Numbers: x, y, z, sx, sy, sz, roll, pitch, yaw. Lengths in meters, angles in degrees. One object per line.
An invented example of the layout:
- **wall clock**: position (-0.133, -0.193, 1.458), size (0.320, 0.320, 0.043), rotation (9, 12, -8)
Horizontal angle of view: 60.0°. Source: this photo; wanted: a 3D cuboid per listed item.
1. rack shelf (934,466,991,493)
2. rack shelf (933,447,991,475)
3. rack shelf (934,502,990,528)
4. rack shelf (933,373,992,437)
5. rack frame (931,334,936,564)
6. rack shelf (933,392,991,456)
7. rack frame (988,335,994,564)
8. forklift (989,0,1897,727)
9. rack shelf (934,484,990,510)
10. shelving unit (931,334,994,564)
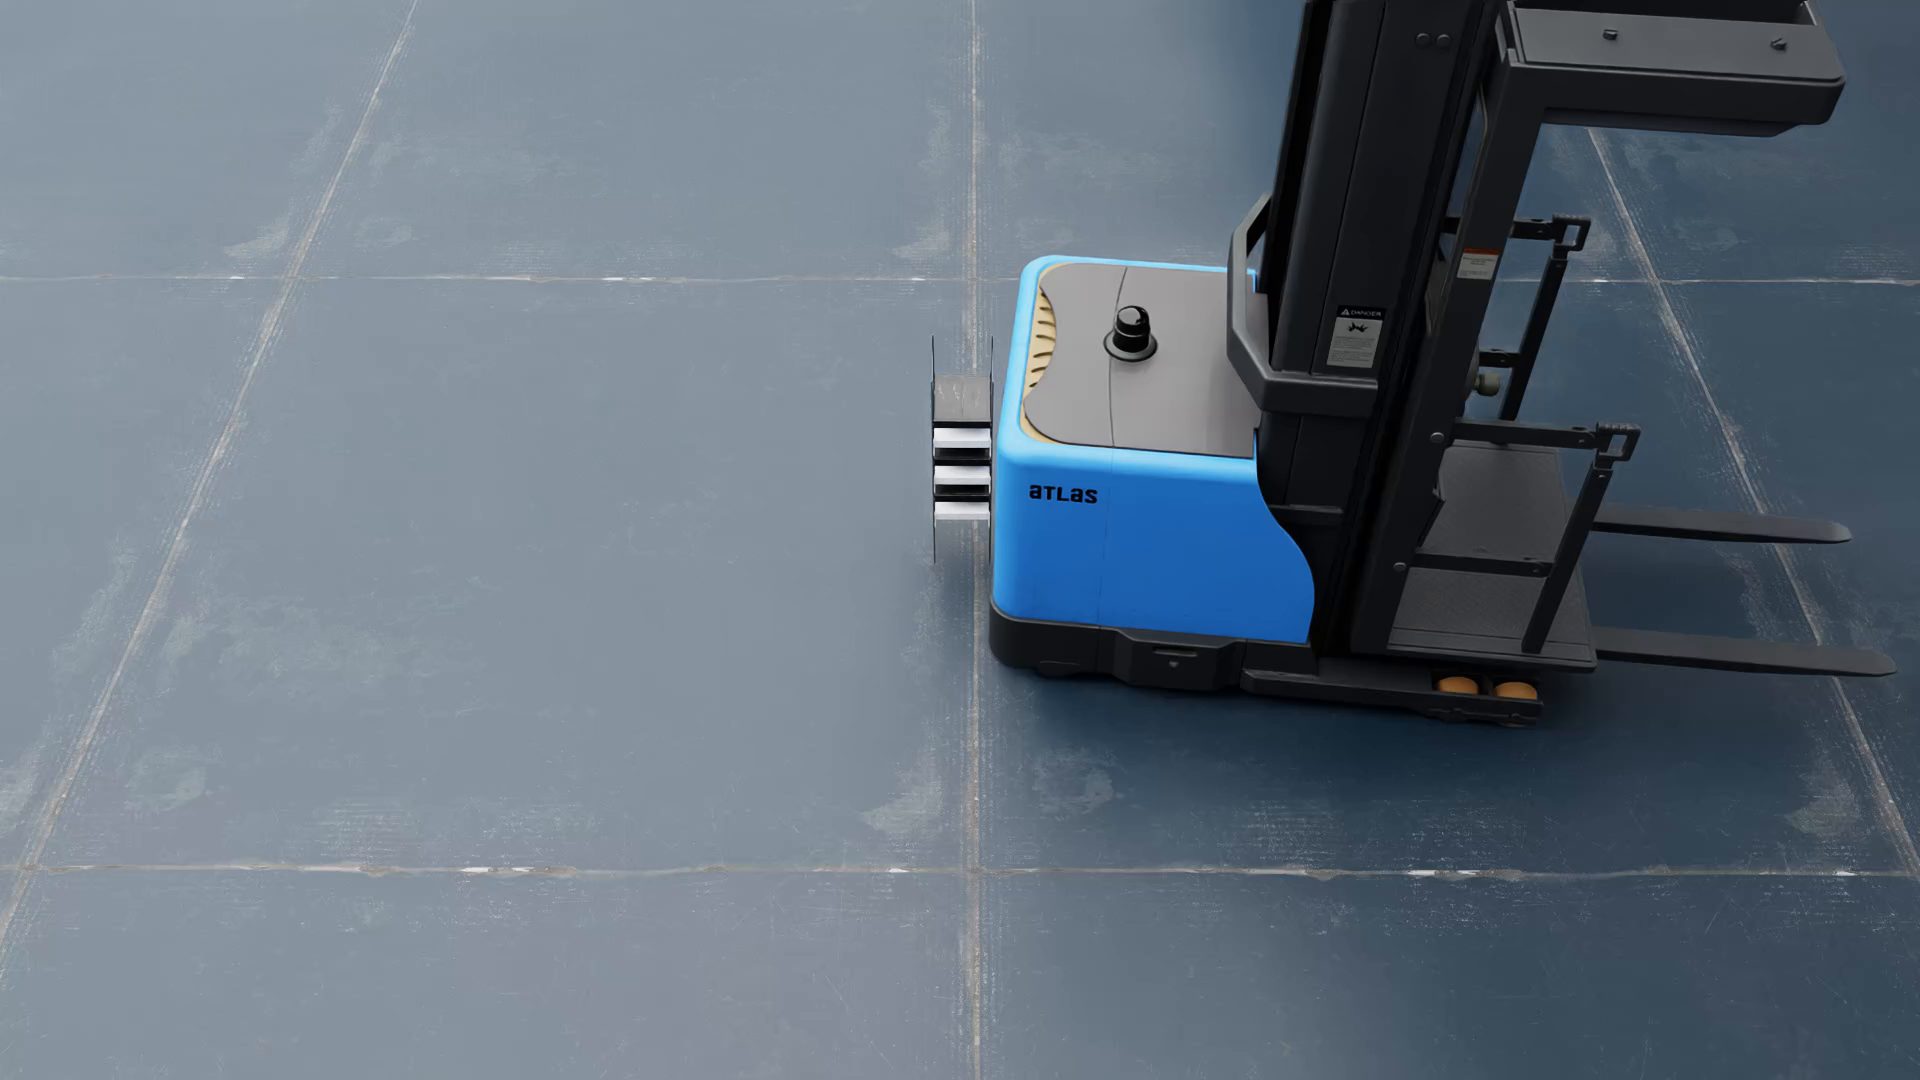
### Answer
- **rack shelf**: position (0.008, -0.284, 5.945), size (0.200, 0.077, 0.258), rotation (0, 47, 0)
- **rack shelf**: position (0.008, -0.345, 5.879), size (0.200, 0.077, 0.258), rotation (0, 47, 0)
- **rack shelf**: position (0.008, -0.161, 6.077), size (0.200, 0.077, 0.258), rotation (0, 47, 0)
- **rack shelf**: position (0.008, -0.468, 5.747), size (0.200, 0.077, 0.258), rotation (0, 47, 0)
- **rack frame**: position (-0.094, -0.307, 5.921), size (0.006, 0.900, 0.240), rotation (0, 47, 0)
- **rack shelf**: position (0.008, -0.406, 5.813), size (0.200, 0.077, 0.258), rotation (0, 47, 0)
- **rack frame**: position (0.110, -0.306, 5.920), size (0.006, 0.900, 0.240), rotation (0, 47, 0)
- **forklift**: position (1.655, -0.777, 4.971), size (3.031, 2.935, 1.130), rotation (5, 47, 5)
- **rack shelf**: position (0.008, -0.223, 6.011), size (0.200, 0.077, 0.258), rotation (0, 47, 0)
- **shelving unit**: position (0.008, -0.307, 5.921), size (0.210, 0.900, 0.258), rotation (0, 47, 0)
